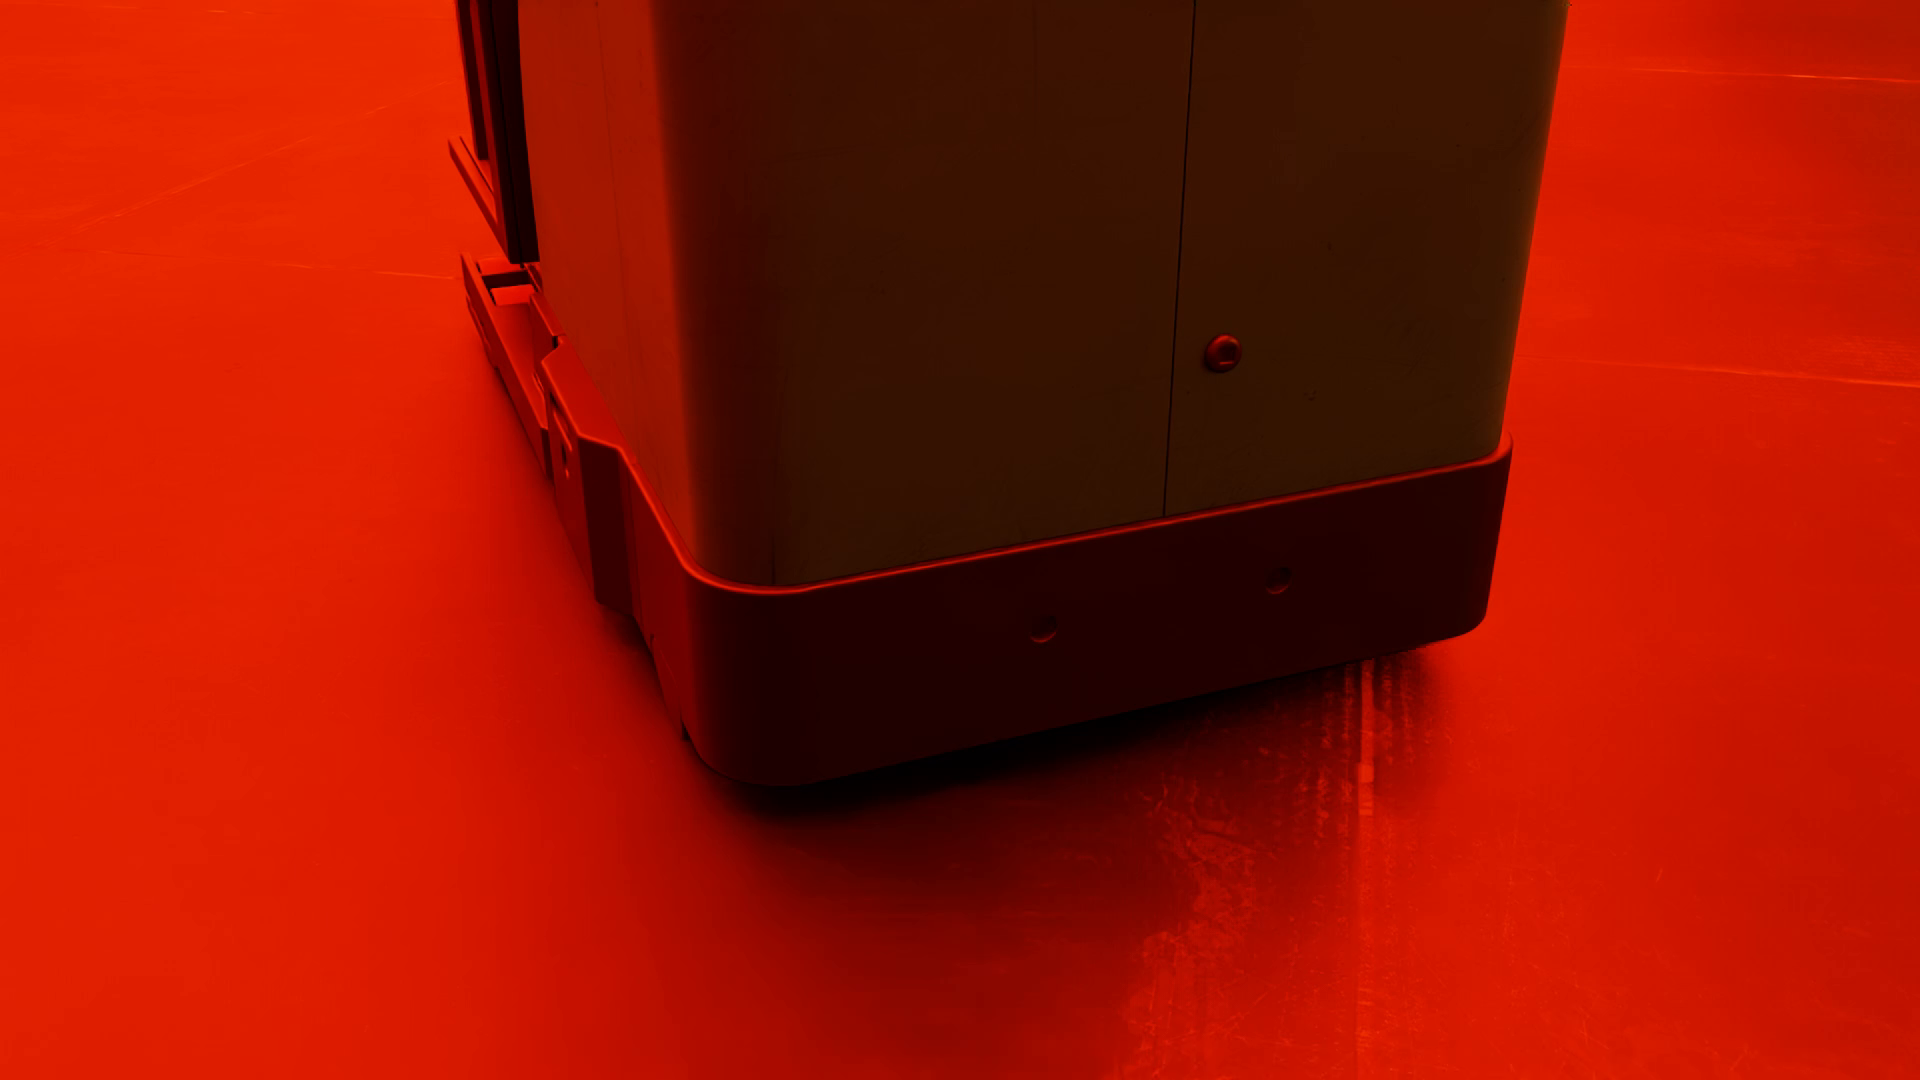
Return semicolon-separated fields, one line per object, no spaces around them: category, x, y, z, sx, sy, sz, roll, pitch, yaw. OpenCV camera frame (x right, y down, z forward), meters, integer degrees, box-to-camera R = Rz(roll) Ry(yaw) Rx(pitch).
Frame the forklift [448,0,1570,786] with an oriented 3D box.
forklift;-0.335;-1.682;2.581;1.130;2.935;3.031;-10;29;-20
